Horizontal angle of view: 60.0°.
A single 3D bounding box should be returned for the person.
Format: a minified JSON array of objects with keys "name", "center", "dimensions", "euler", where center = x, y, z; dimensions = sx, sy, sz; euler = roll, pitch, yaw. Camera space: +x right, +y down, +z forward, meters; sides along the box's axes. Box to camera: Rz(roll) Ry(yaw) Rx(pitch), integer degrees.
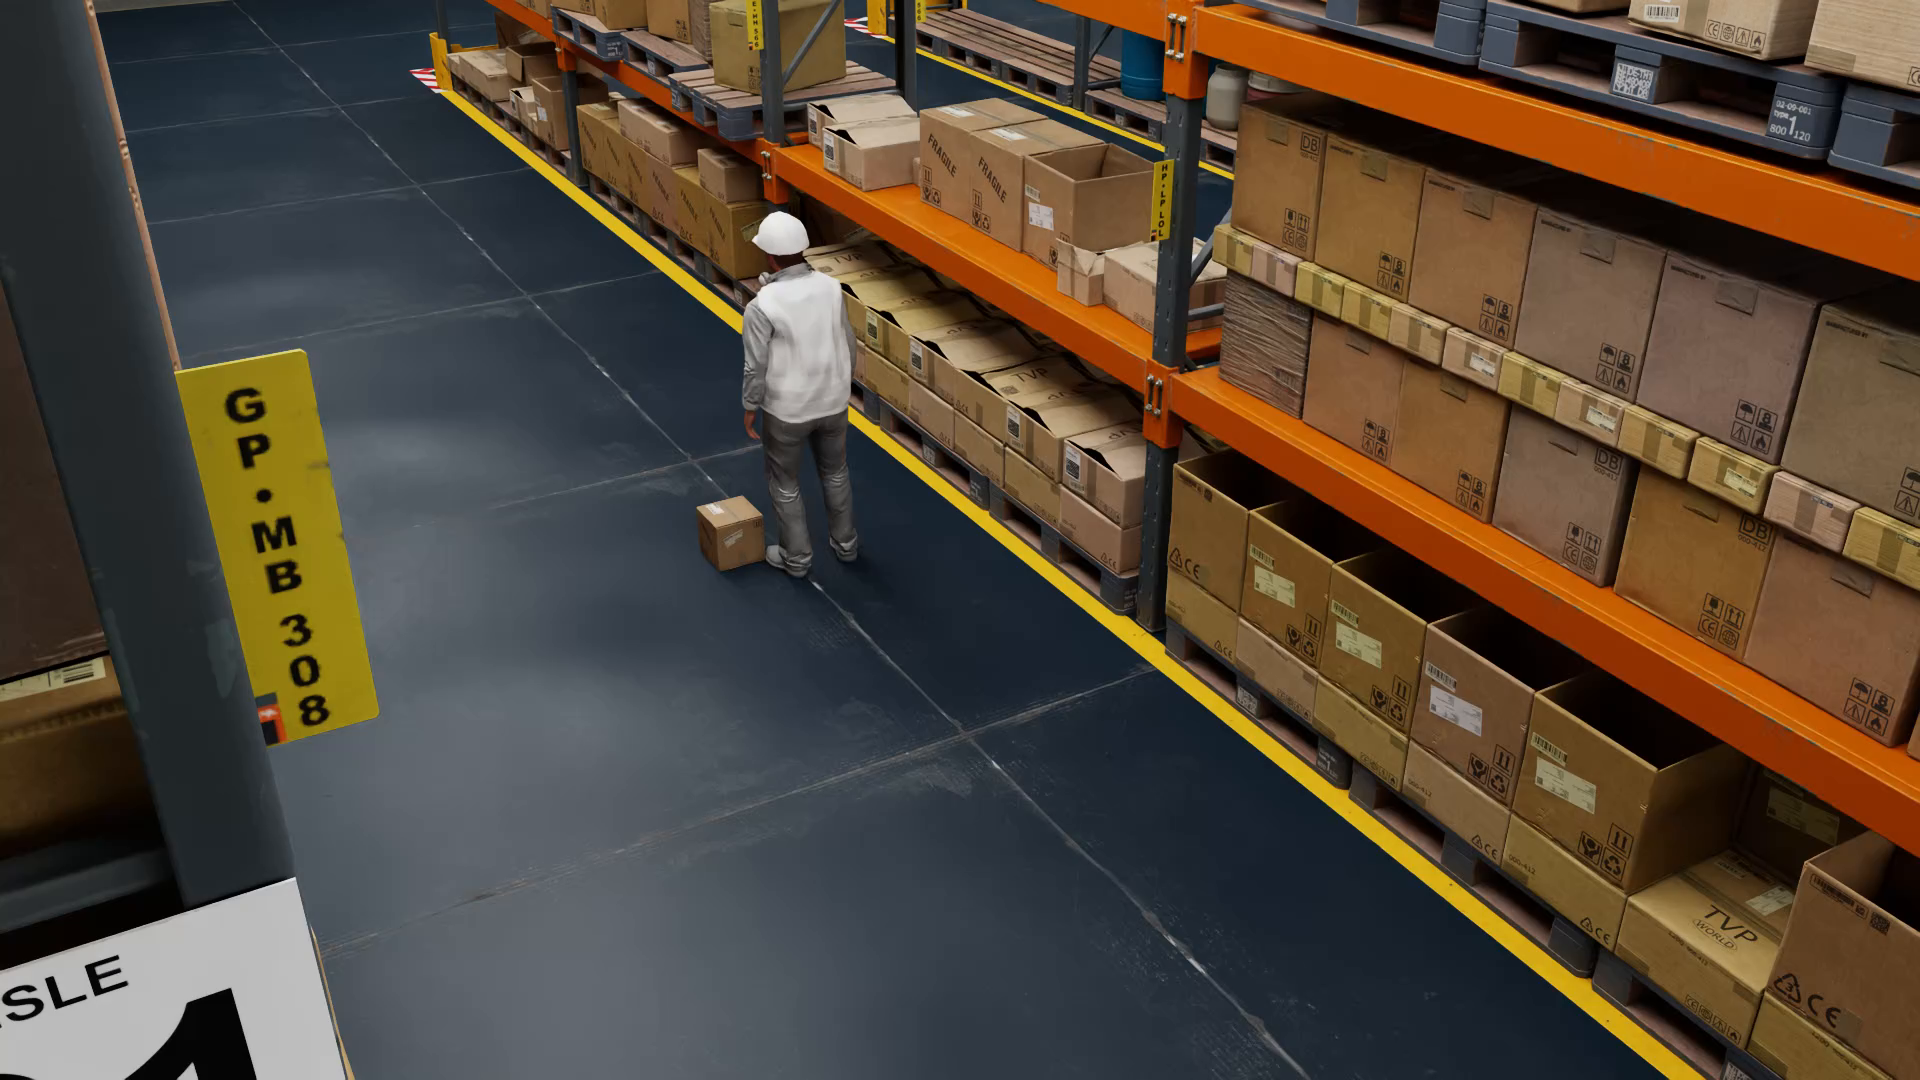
[{"name":"person","center":[-0.747,-0.663,7.803],"dimensions":[0.594,1.770,0.457],"euler":[-18,33,-29]}]
